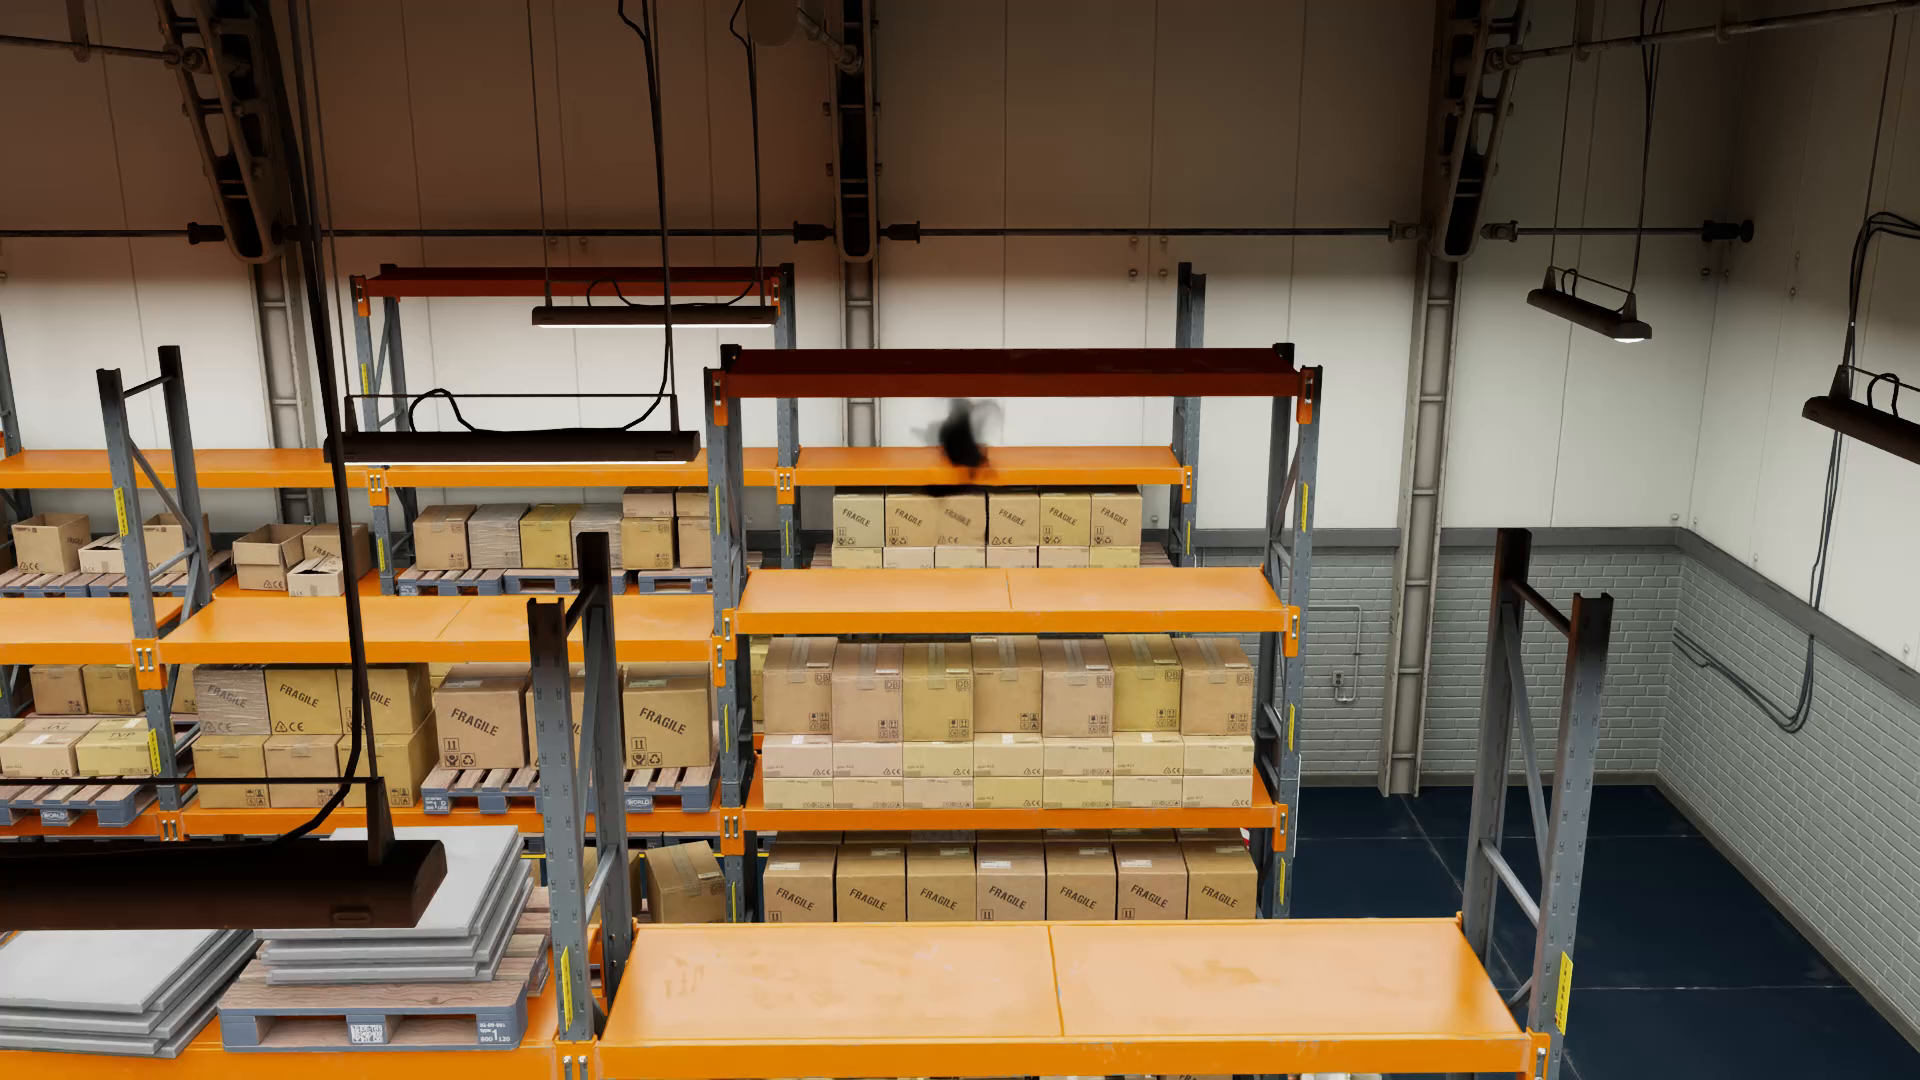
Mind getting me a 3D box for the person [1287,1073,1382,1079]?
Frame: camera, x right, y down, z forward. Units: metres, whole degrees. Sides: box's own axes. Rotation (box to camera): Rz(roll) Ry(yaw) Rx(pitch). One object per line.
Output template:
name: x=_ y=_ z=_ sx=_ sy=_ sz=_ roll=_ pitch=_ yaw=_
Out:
person: x=2.562 y=4.062 z=11.487 sx=0.719 sy=1.756 sz=0.827 roll=12 pitch=20 yaw=37
